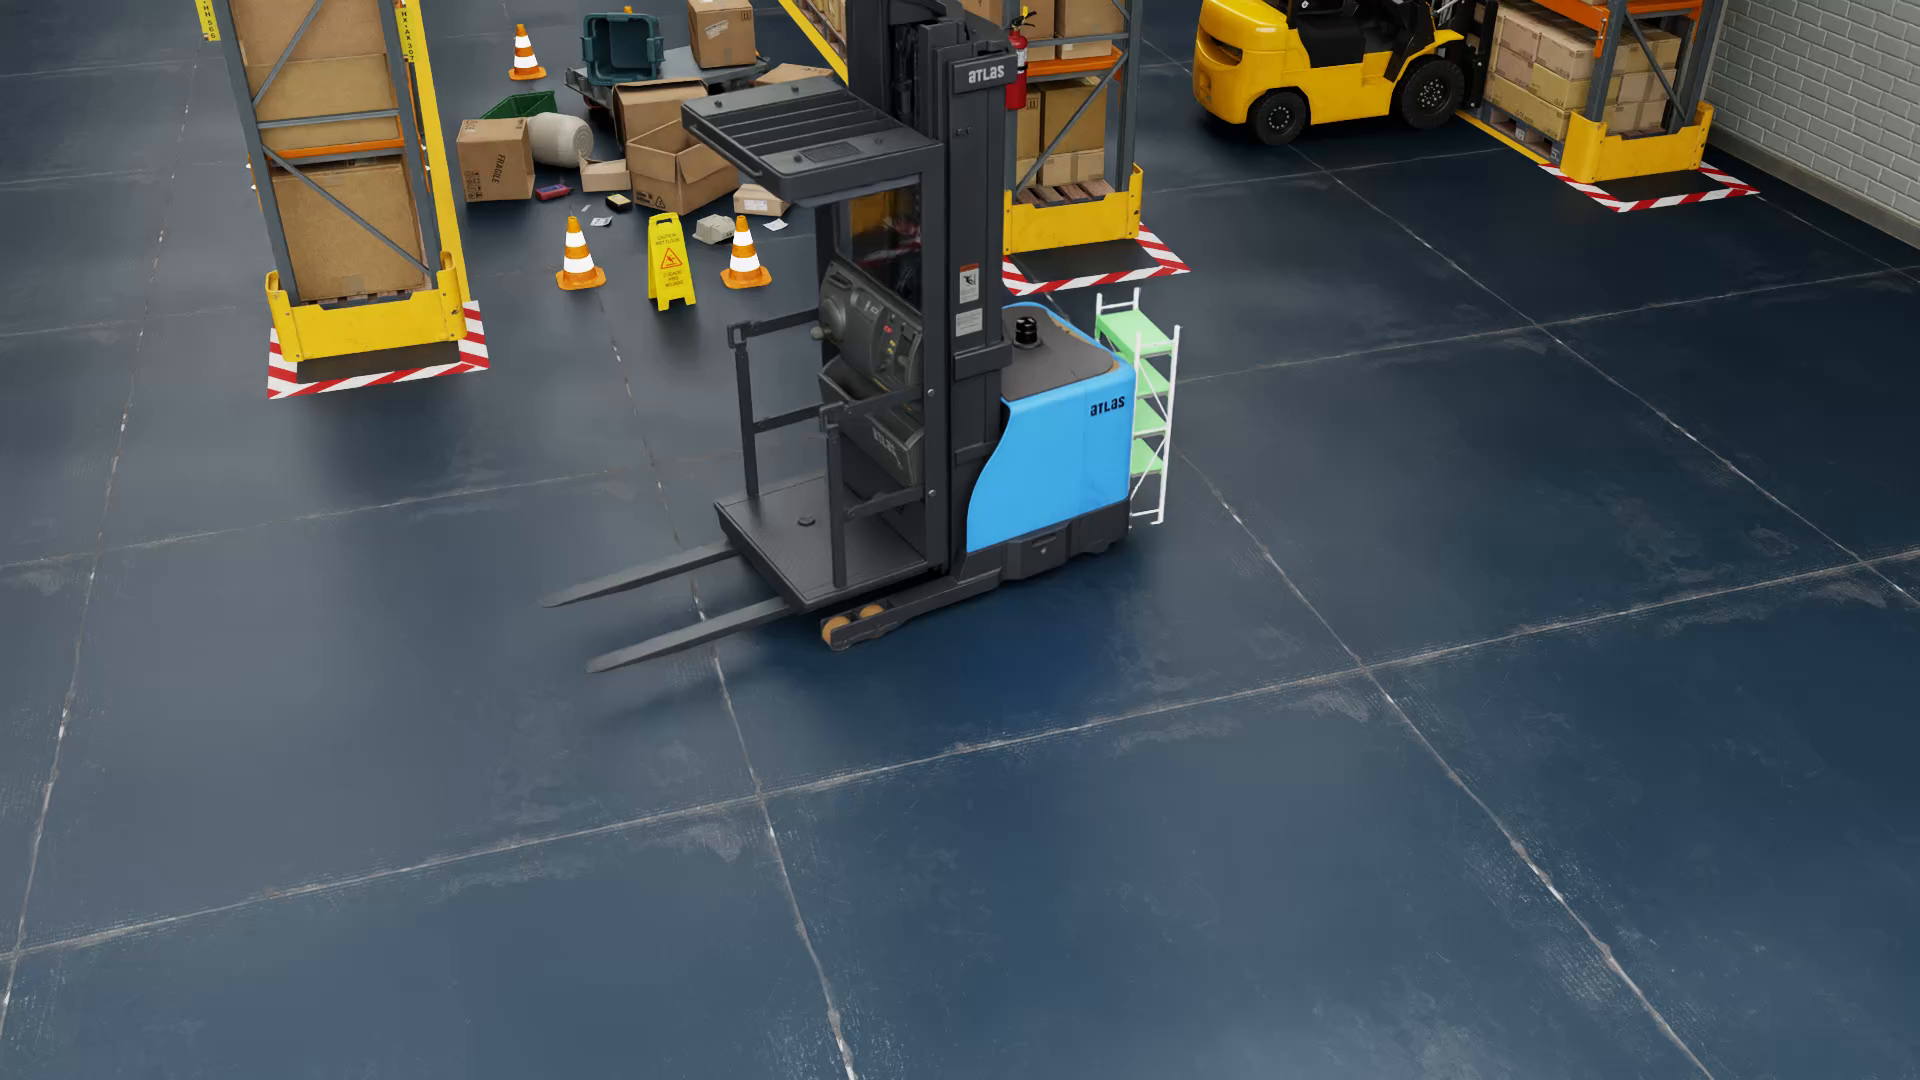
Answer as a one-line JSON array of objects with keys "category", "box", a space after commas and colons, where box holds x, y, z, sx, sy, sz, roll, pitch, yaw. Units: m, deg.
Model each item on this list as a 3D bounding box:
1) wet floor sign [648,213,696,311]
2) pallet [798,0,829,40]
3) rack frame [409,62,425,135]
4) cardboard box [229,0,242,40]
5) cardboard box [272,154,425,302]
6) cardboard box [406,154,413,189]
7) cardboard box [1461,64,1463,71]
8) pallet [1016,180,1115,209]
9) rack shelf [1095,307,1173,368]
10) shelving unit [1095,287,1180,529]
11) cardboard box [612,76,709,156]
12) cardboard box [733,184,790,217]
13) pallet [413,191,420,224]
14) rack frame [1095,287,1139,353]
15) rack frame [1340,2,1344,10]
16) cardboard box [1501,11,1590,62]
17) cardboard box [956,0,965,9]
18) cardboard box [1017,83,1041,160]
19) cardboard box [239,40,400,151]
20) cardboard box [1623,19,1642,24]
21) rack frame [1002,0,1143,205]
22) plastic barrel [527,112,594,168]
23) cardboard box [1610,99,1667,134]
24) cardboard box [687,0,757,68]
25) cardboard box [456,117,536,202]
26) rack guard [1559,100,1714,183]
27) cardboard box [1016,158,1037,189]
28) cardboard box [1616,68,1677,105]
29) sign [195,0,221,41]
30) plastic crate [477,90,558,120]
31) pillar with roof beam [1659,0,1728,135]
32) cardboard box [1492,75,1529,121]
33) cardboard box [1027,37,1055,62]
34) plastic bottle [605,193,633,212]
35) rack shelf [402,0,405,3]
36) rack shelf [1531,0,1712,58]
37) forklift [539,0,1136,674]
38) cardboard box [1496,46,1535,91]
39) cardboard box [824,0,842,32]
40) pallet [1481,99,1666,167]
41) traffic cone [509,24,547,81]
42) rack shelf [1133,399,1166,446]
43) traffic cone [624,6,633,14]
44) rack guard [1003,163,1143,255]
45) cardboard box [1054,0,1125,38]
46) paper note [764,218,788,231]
[{"category": "wet floor sign", "box": [-2.007, -1.936, 11.413, 0.267, 0.644, 0.232, -16, 37, -23]}, {"category": "pallet", "box": [-1.053, -5.472, 17.160, 1.003, 0.211, 1.213, -10, 35, -15]}, {"category": "rack frame", "box": [-5.121, -4.700, 13.462, 1.000, 3.000, 0.127, -10, 35, -15]}, {"category": "cardboard box", "box": [-4.233, -3.588, 10.663, 0.875, 0.550, 0.550, -10, 35, -15]}, {"category": "cardboard box", "box": [-4.171, -2.234, 11.275, 0.875, 0.875, 0.875, -10, 35, -14]}, {"category": "cardboard box", "box": [-4.718, -3.174, 12.699, 0.875, 0.875, 0.875, -10, 35, -14]}, {"category": "cardboard box", "box": [4.597, -4.340, 15.029, 0.500, 0.250, 0.500, -9, 34, -13]}, {"category": "pallet", "box": [0.545, -2.795, 13.107, 1.003, 0.211, 1.213, -10, 35, -15]}, {"category": "rack shelf", "box": [0.930, -1.054, 8.819, 0.258, 0.148, 0.480, -11, 35, -17]}, {"category": "shelving unit", "box": [0.927, -0.706, 9.047, 0.258, 1.200, 0.503, -11, 35, -17]}, {"category": "cardboard box", "box": [-2.458, -3.487, 13.766, 0.797, 0.637, 0.503, -10, 35, -15]}, {"category": "cardboard box", "box": [-1.541, -2.644, 12.936, 0.380, 0.149, 0.250, 7, 34, 10]}, {"category": "pallet", "box": [-4.588, -2.483, 12.635, 1.003, 0.211, 1.213, -10, 35, -15]}, {"category": "rack frame", "box": [0.843, -0.832, 9.238, 0.240, 1.200, 0.015, -11, 35, -17]}, {"category": "rack frame", "box": [4.288, -6.422, 16.068, 1.000, 3.000, 0.127, -10, 35, -15]}, {"category": "cardboard box", "box": [4.909, -4.224, 13.947, 0.500, 0.250, 0.500, -9, 35, -14]}, {"category": "cardboard box", "box": [0.206, -4.154, 12.274, 0.500, 0.500, 0.500, -10, 35, -15]}, {"category": "cardboard box", "box": [0.289, -3.203, 12.629, 0.500, 0.500, 0.500, -10, 35, -14]}, {"category": "cardboard box", "box": [-4.057, -2.850, 10.525, 0.875, 0.550, 0.550, -10, 35, -15]}, {"category": "cardboard box", "box": [5.386, -4.313, 14.082, 0.500, 0.250, 0.500, -10, 35, -15]}, {"category": "rack frame", "box": [0.782, -3.486, 11.623, 1.000, 3.000, 0.127, -10, 35, -15]}, {"category": "plastic barrel", "box": [-3.314, -3.288, 13.661, 0.512, 0.421, 0.421, 13, 36, 18]}, {"category": "cardboard box", "box": [5.545, -3.641, 13.972, 0.500, 0.250, 0.500, -10, 35, -15]}, {"category": "cardboard box", "box": [-2.124, -4.544, 14.805, 0.500, 0.500, 0.500, -10, 35, -15]}, {"category": "cardboard box", "box": [-3.670, -3.016, 13.178, 0.500, 0.500, 0.500, -4, 34, -6]}, {"category": "rack guard", "box": [5.515, -3.267, 13.560, 1.175, 0.500, 0.348, -10, 35, -15]}, {"category": "cardboard box", "box": [0.272, -2.905, 12.859, 0.500, 0.250, 0.500, -10, 35, -15]}, {"category": "cardboard box", "box": [5.563, -3.841, 13.820, 0.500, 0.250, 0.500, -9, 35, -14]}, {"category": "sign", "box": [-4.422, -3.098, 9.772, 0.100, 0.325, 0.005, -10, 35, -15]}, {"category": "plastic crate", "box": [-3.821, -3.680, 14.416, 0.450, 0.188, 0.662, -2, 32, 16]}, {"category": "pillar with roof beam", "box": [2.054, -6.618, 10.923, 9.100, 9.000, 0.400, -10, 35, -15]}, {"category": "cardboard box", "box": [4.921, -3.806, 14.222, 0.500, 0.250, 0.500, -10, 35, -15]}, {"category": "cardboard box", "box": [0.464, -3.541, 11.935, 0.380, 0.149, 0.250, -9, 34, -13]}, {"category": "plastic bottle", "box": [-2.688, -2.650, 13.025, 0.133, 0.061, 0.283, -23, 40, -31]}, {"category": "rack shelf", "box": [-5.731, -5.450, 15.249, 1.077, 0.370, 4.000, -10, 35, -15]}, {"category": "rack shelf", "box": [4.898, -5.072, 14.677, 1.077, 0.370, 4.000, -10, 35, -15]}, {"category": "forklift", "box": [-0.613, -1.009, 7.938, 3.031, 2.935, 1.130, -18, 38, -26]}, {"category": "cardboard box", "box": [4.919, -4.027, 14.102, 0.500, 0.250, 0.500, -10, 35, -15]}, {"category": "cardboard box", "box": [-0.823, -5.316, 16.397, 0.950, 0.372, 0.625, -8, 34, -12]}, {"category": "pallet", "box": [5.235, -3.553, 14.255, 1.003, 0.211, 1.213, -10, 35, -15]}, {"category": "traffic cone", "box": [-4.092, -4.600, 15.611, 0.336, 0.463, 0.334, -10, 35, -15]}, {"category": "rack shelf", "box": [0.927, -0.652, 9.082, 0.258, 0.148, 0.480, -11, 35, -17]}, {"category": "traffic cone", "box": [-3.190, -4.927, 16.106, 0.336, 0.463, 0.334, -10, 35, -15]}, {"category": "rack guard", "box": [0.759, -2.483, 12.373, 1.175, 0.500, 0.348, -10, 35, -15]}, {"category": "cardboard box", "box": [0.902, -3.947, 11.961, 0.500, 0.500, 0.500, -11, 35, -15]}, {"category": "paper note", "box": [-1.402, -2.408, 12.686, 0.148, 0.019, 0.142, -23, 40, -31]}]
